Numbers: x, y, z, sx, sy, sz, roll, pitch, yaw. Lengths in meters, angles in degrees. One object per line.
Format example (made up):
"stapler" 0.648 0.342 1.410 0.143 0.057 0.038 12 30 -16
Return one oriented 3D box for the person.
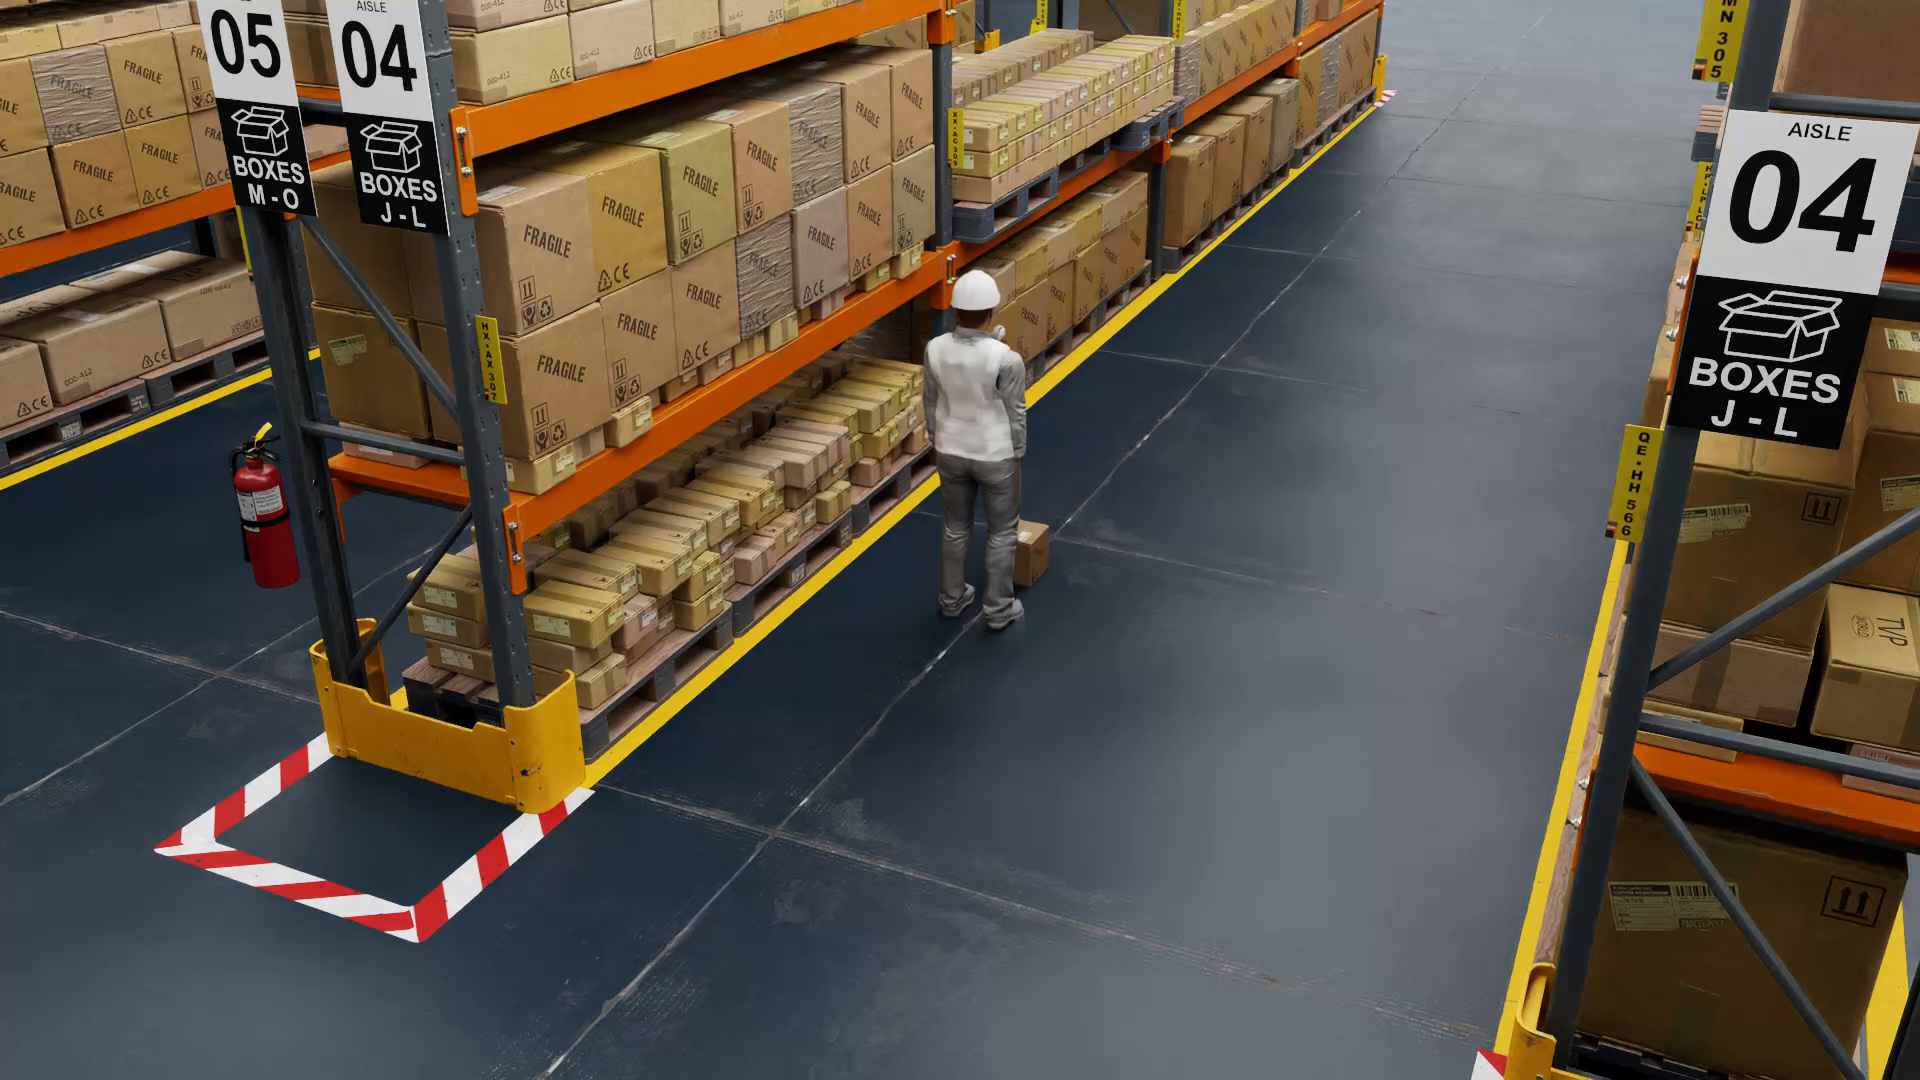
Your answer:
"person" 0.076 -0.428 7.983 0.533 1.775 0.359 12 28 23
